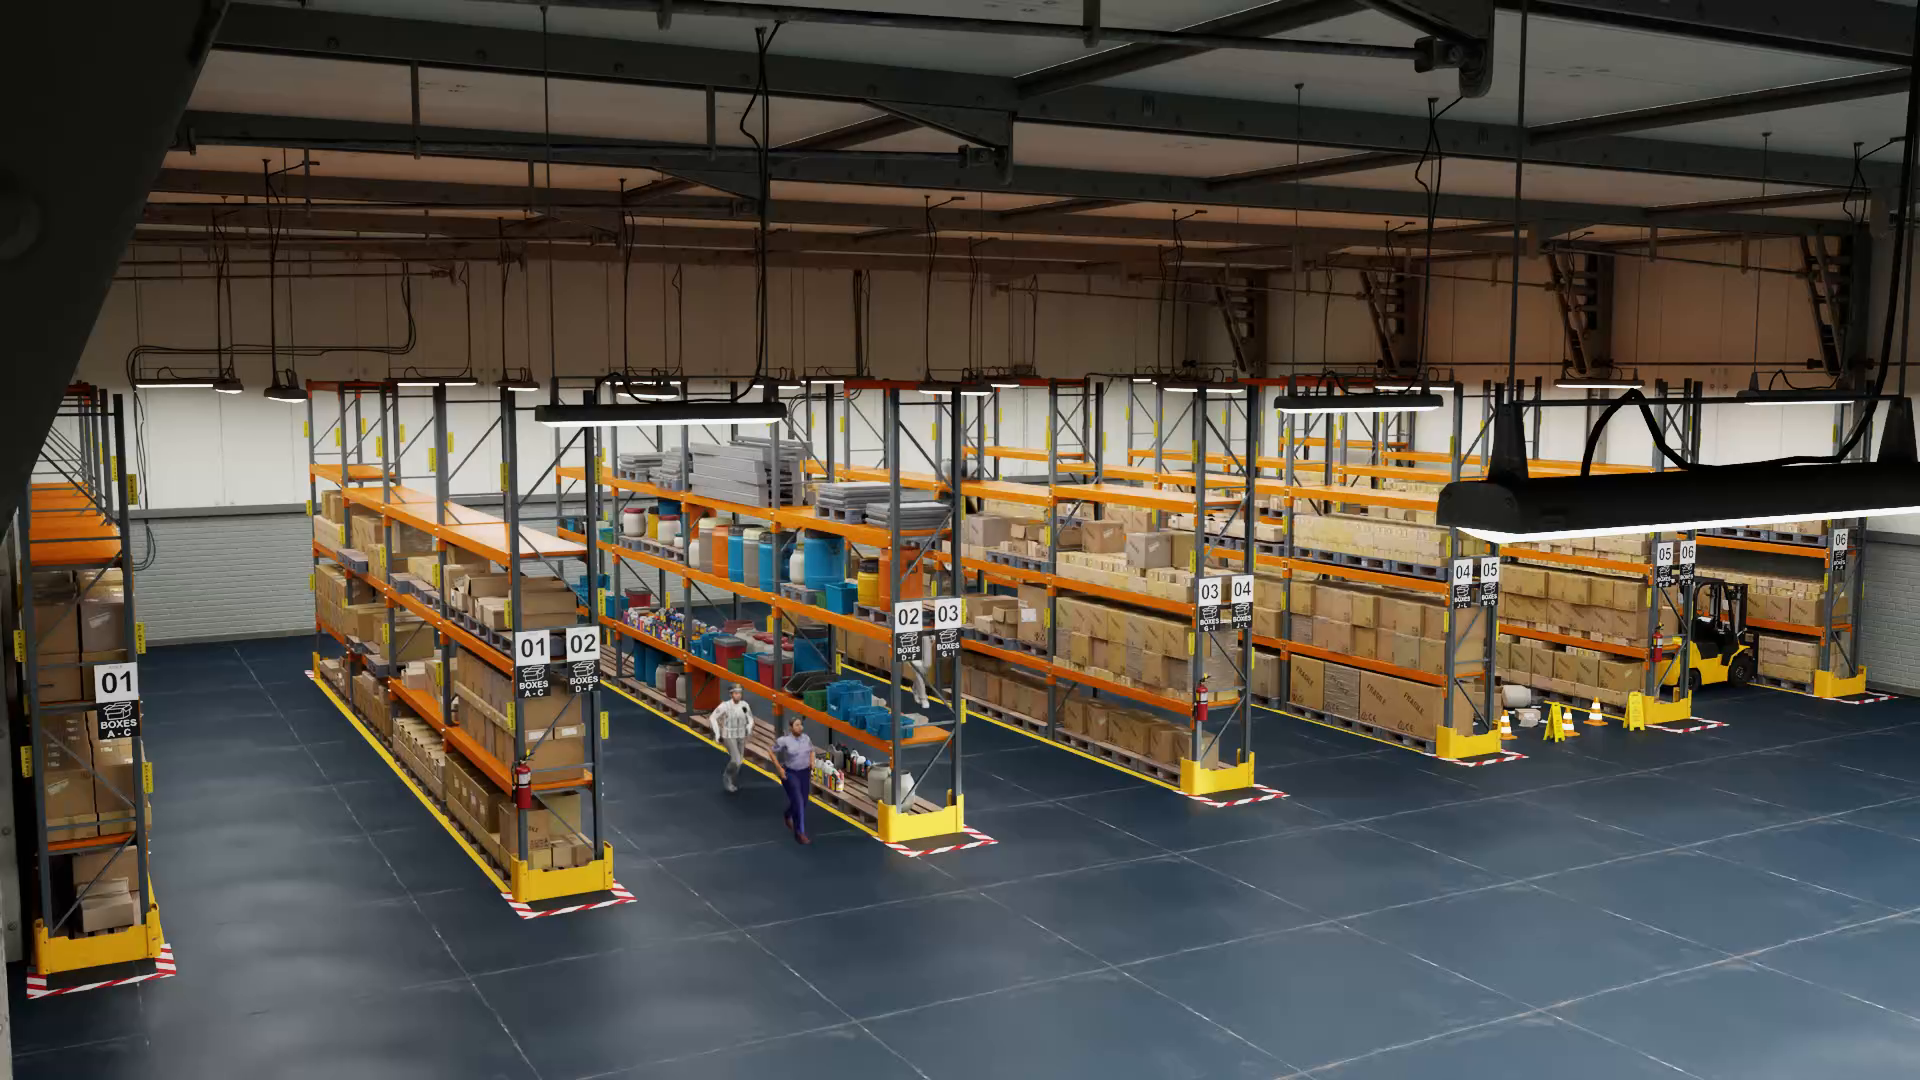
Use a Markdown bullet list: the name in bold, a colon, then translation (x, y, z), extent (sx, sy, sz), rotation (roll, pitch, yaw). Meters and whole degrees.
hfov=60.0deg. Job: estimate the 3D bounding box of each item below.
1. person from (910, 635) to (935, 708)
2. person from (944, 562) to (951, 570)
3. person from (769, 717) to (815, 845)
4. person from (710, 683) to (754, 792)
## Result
- **person**: translation (-0.733, 2.025, 29.515), extent (0.716, 1.810, 0.790), rotation (-3, 7, -26)
- **person**: translation (-0.179, 1.028, 41.719), extent (0.724, 1.763, 0.833), rotation (5, 8, 40)
- **person**: translation (-2.215, 3.174, 22.184), extent (0.622, 1.648, 0.790), rotation (-5, 8, -40)
- **person**: translation (-3.293, 2.907, 24.372), extent (0.583, 1.642, 0.692), rotation (-4, 7, -35)
